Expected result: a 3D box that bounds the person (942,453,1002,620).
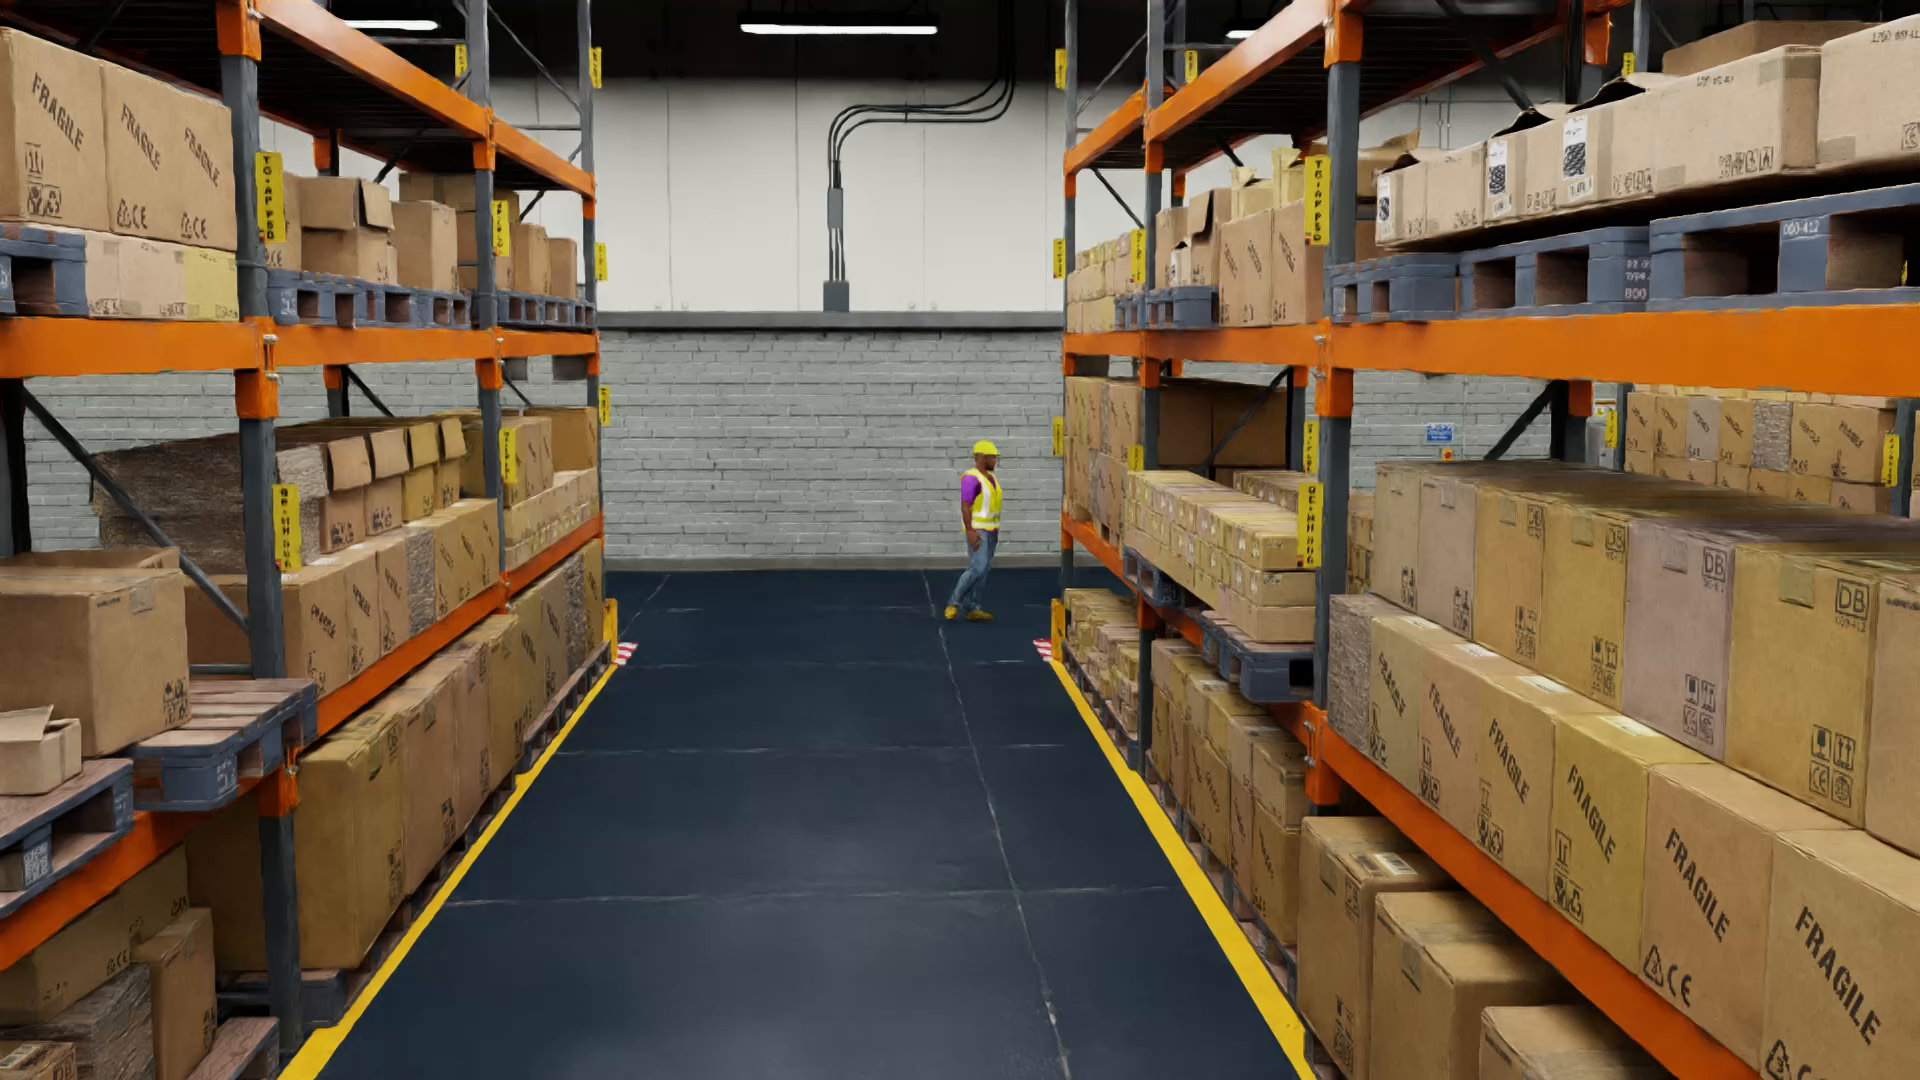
[{"bbox_3d":[0.133,-0.070,16.236,0.448,1.723,0.729,4,8,30],"label":"person"}]
